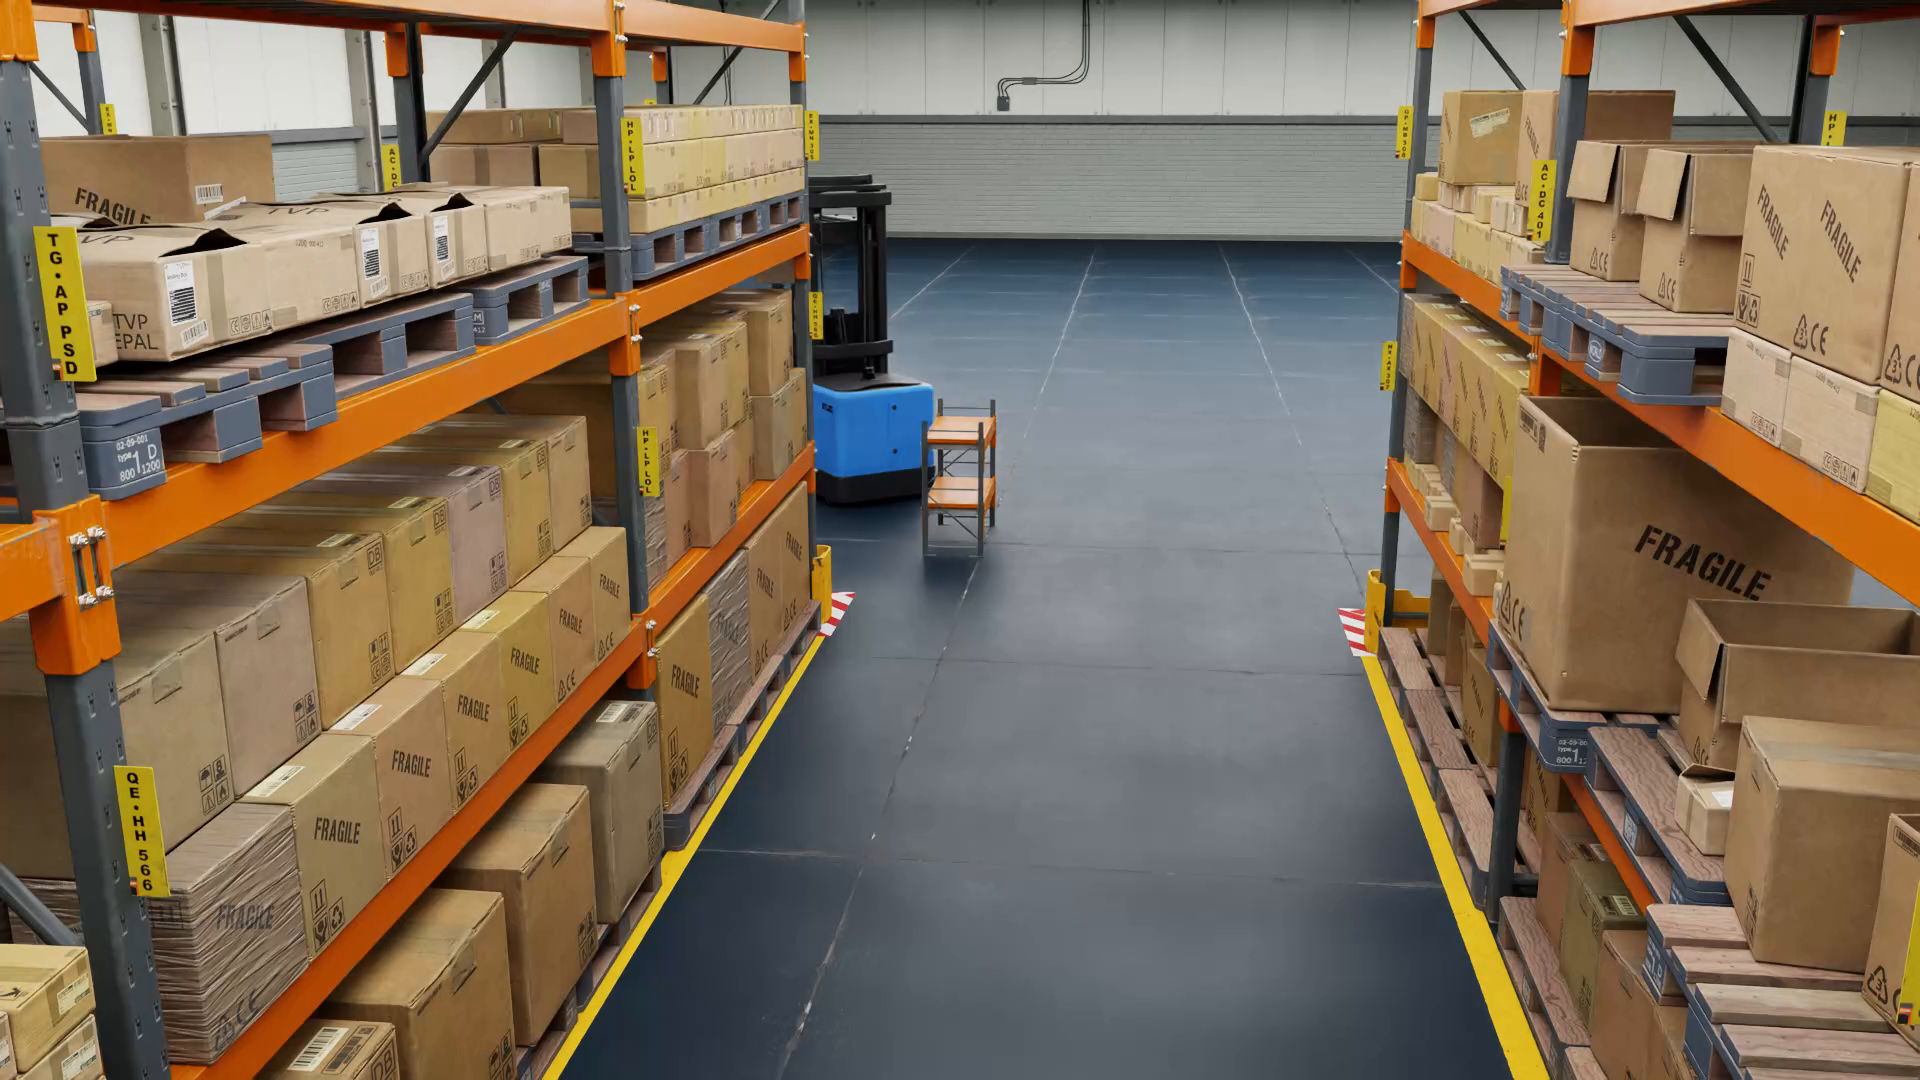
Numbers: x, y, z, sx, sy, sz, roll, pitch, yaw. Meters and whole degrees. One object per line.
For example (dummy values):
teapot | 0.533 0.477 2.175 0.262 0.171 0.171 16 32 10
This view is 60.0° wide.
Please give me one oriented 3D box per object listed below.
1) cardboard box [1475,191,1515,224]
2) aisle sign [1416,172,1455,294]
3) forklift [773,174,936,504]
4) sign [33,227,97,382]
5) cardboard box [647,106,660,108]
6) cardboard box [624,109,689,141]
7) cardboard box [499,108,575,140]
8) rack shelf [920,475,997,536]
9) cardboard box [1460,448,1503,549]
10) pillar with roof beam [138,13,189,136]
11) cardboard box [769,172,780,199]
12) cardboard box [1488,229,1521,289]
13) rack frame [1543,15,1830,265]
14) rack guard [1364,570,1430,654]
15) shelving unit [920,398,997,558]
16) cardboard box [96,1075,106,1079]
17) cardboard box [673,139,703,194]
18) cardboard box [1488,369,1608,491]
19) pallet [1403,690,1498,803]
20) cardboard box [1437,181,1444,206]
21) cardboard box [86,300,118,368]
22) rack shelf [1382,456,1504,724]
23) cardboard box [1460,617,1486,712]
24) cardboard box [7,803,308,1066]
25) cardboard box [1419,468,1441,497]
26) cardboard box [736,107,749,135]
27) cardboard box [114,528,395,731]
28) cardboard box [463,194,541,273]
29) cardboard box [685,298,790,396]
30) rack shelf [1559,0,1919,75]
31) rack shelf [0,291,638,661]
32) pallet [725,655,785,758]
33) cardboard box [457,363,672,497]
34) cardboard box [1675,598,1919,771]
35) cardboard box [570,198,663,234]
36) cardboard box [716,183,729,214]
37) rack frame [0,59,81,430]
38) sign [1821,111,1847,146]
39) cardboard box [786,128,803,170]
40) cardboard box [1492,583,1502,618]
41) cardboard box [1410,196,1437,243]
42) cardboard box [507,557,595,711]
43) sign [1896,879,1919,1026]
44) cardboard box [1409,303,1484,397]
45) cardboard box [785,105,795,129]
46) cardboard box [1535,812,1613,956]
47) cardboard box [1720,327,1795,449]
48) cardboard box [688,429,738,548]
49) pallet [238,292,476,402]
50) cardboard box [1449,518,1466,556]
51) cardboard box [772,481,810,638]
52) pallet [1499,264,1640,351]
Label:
cardboard box | 2.825 -1.685 8.422 0.380 0.149 0.250 2 15 9
aisle sign | 3.093 -1.999 10.828 0.394 0.787 0.004 2 15 6
forklift | -1.405 -2.081 16.244 1.130 2.935 3.031 -9 17 -29
sign | -1.897 -0.498 3.519 0.100 0.325 0.005 2 15 6
cardboard box | -2.003 -2.513 9.921 0.380 0.149 0.250 1 15 5
cardboard box | -1.549 -2.033 8.145 0.380 0.149 0.250 2 15 6
cardboard box | -2.174 -2.116 8.453 0.380 0.149 0.250 2 15 7
rack shelf | -0.001 -0.305 14.073 0.538 0.278 1.000 2 15 6
cardboard box | 3.092 -0.250 8.578 0.875 0.500 0.500 2 15 6
pillar with roof beam | -6.738 -6.884 22.380 9.100 9.000 0.400 2 15 6
cardboard box | -1.321 -2.175 10.199 0.380 0.149 0.250 2 15 7
cardboard box | 2.794 -1.318 7.832 0.500 0.250 0.500 2 15 8
rack frame | 2.932 -2.578 6.455 1.000 3.000 0.127 2 15 6
rack guard | 3.375 0.507 11.328 1.175 0.500 0.348 2 15 6
shelving unit | -0.001 -0.541 14.009 0.538 1.125 1.048 2 15 6
cardboard box | -2.035 1.243 3.494 0.380 0.149 0.250 2 15 7
cardboard box | -1.596 -1.874 8.320 0.500 0.250 0.500 2 15 6
cardboard box | 2.710 -0.481 7.518 0.500 0.500 0.500 2 15 6
pallet | 3.108 1.172 9.424 1.003 0.211 1.213 2 15 6
cardboard box | 2.990 -2.021 9.665 0.380 0.149 0.250 2 15 9
cardboard box | -2.239 -0.476 3.915 0.380 0.149 0.250 1 15 4
rack shelf | 3.158 0.147 9.251 1.077 0.370 4.000 2 15 6
cardboard box | 3.174 0.764 9.574 0.500 0.500 0.500 3 15 11
cardboard box | -2.117 1.027 4.427 0.500 0.500 0.500 2 15 7
cardboard box | 3.017 -0.337 10.143 0.380 0.149 0.250 2 15 6
cardboard box | -1.406 -2.361 9.359 0.380 0.149 0.250 2 15 7
cardboard box | -2.264 0.272 5.302 0.700 0.500 0.500 1 15 5
cardboard box | -1.905 -1.154 6.227 0.500 0.250 0.500 2 15 6
cardboard box | -1.584 -1.245 10.662 0.875 0.550 0.550 2 15 6
rack shelf | 2.707 -1.519 4.683 1.077 0.370 4.000 2 15 6
rack shelf | -2.210 -0.436 5.660 1.077 0.370 4.000 2 15 6
pallet | -1.686 0.980 10.134 1.003 0.211 1.213 2 15 6
cardboard box | -1.909 -0.542 8.065 0.875 0.550 0.550 2 15 6
cardboard box | 2.829 0.518 5.497 0.797 0.503 0.637 3 15 12
cardboard box | -1.606 -1.516 7.761 0.380 0.149 0.250 1 15 5
cardboard box | -1.464 -1.846 8.983 0.380 0.149 0.250 2 15 6
rack frame | -2.436 -1.713 3.256 1.000 3.000 0.127 2 15 6
sign | 3.484 -1.554 6.671 0.100 0.325 0.005 2 15 6
cardboard box | -1.311 -2.526 10.734 0.500 0.250 0.500 2 15 7
cardboard box | 2.702 0.311 7.748 0.380 0.149 0.250 2 15 6
cardboard box | 3.073 -1.977 10.269 0.500 0.250 0.500 2 15 8
cardboard box | -1.835 0.372 6.848 0.500 0.500 0.500 2 15 6
sign | 1.941 0.821 3.311 0.100 0.325 0.005 2 15 6
cardboard box | 2.987 -1.130 9.916 0.500 0.500 0.500 2 15 6
cardboard box | -1.264 -2.692 10.582 0.380 0.149 0.250 2 15 7
cardboard box | 2.842 1.471 6.921 0.700 0.500 0.500 1 15 2
cardboard box | 2.393 -0.410 4.471 0.500 0.250 0.500 2 15 8
cardboard box | -1.737 -0.302 9.246 0.875 0.550 0.550 2 15 6
pallet | -2.293 -0.632 5.368 1.003 0.211 1.213 2 15 9
cardboard box | 2.848 -0.013 8.947 0.380 0.149 0.250 2 15 6
cardboard box | -1.544 0.109 11.277 0.875 0.875 0.875 2 15 7
pallet | 2.757 -0.882 6.291 1.213 0.211 1.003 2 15 6
